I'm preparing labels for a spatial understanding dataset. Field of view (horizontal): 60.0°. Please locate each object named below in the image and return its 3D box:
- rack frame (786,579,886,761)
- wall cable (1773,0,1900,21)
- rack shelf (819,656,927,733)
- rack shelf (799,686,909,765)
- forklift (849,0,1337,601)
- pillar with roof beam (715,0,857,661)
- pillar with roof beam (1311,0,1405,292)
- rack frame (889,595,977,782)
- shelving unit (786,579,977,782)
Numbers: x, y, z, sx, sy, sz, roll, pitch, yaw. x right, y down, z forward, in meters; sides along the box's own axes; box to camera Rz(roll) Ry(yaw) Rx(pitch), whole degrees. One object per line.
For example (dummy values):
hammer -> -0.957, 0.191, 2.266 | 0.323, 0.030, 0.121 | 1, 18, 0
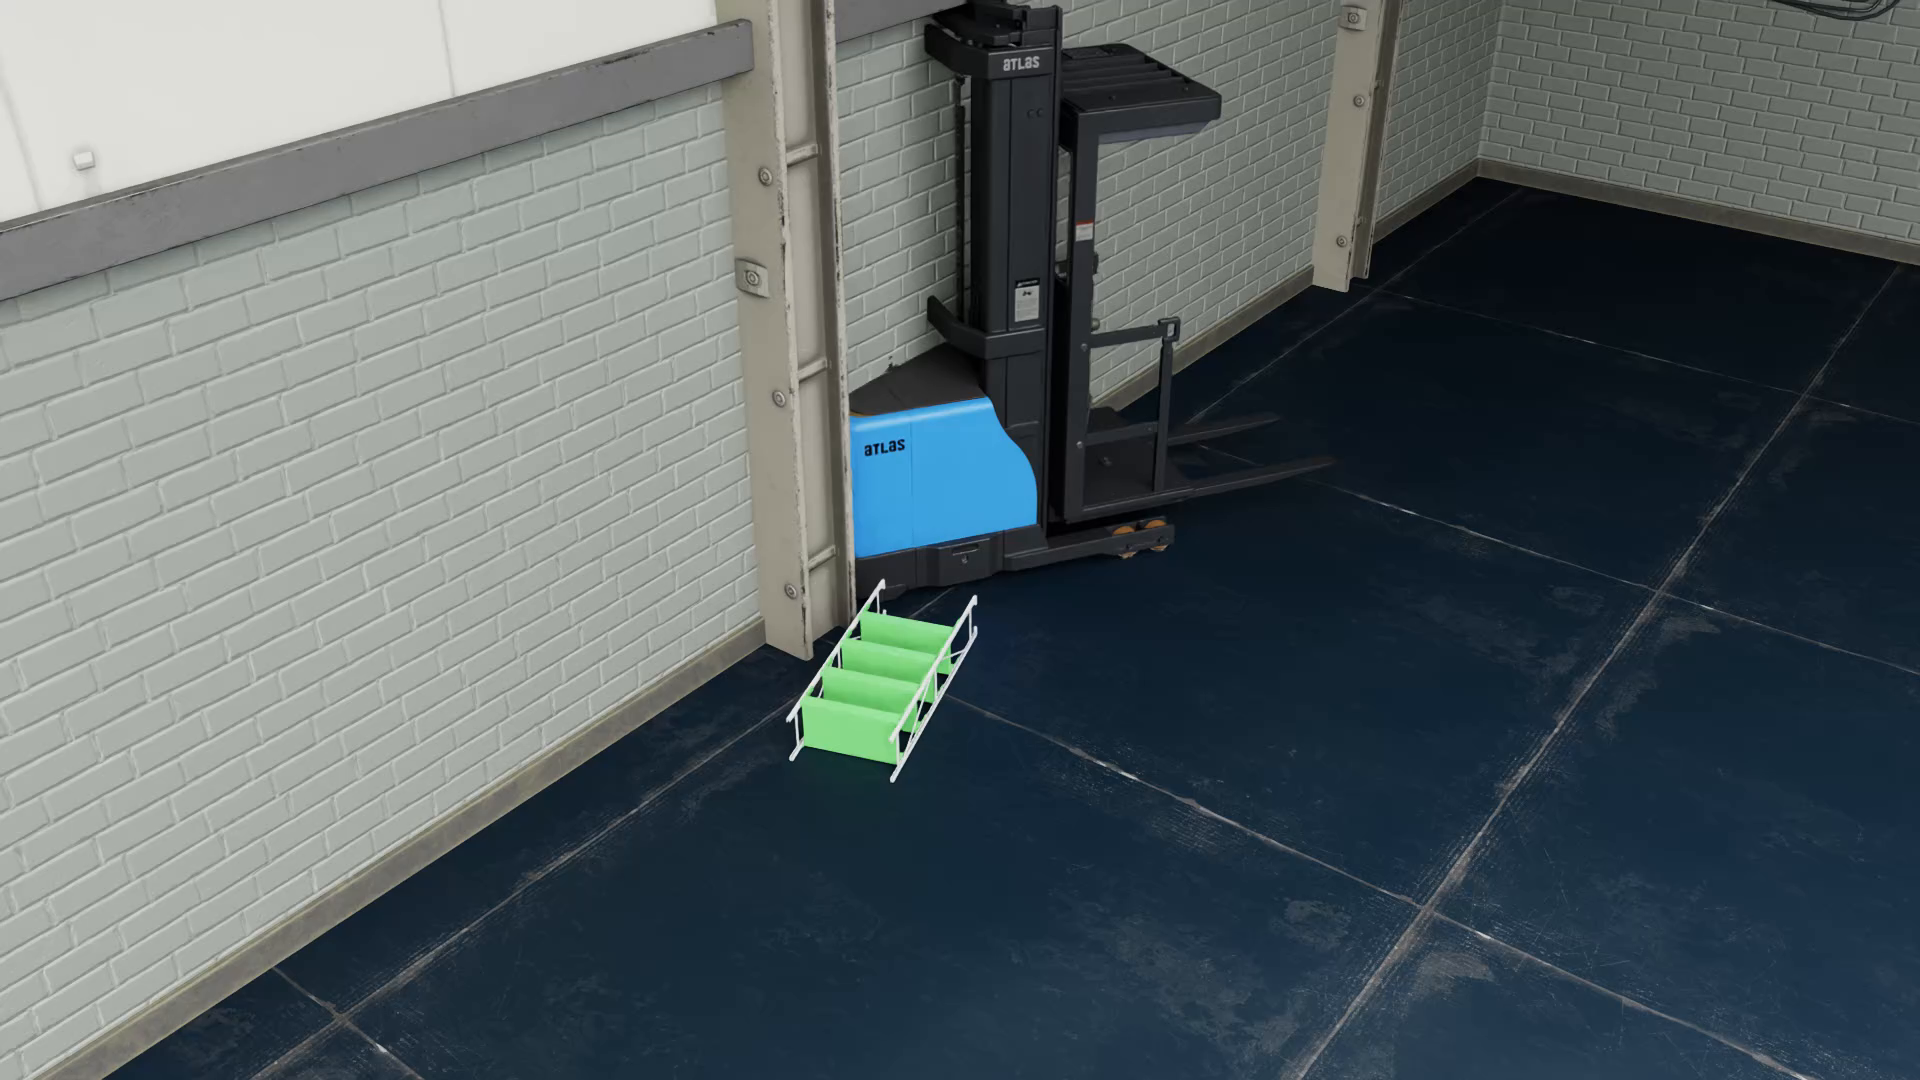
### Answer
rack frame -> -0.576, 0.600, 7.965 | 0.015, 0.240, 1.200 | 9, 33, 16
wall cable -> 5.692, -5.292, 12.398 | 3.097, 2.526, 0.112 | 21, 37, 31
rack shelf -> -0.401, 0.727, 7.755 | 0.480, 0.258, 0.148 | 9, 33, 16
rack shelf -> -0.477, 0.847, 7.562 | 0.480, 0.258, 0.148 | 9, 33, 16
forklift -> 0.643, -1.406, 8.747 | 3.031, 2.935, 1.130 | -11, 32, -18
pillar with roof beam -> 2.670, -2.073, 3.922 | 9.100, 9.000, 0.400 | 21, 37, 31
pillar with roof beam -> 6.292, -4.512, 8.037 | 9.100, 9.000, 0.400 | 21, 37, 31
rack frame -> -0.113, 0.677, 7.830 | 0.015, 0.240, 1.200 | 9, 33, 16
shelving unit -> -0.345, 0.639, 7.897 | 0.503, 0.258, 1.200 | 9, 33, 16
